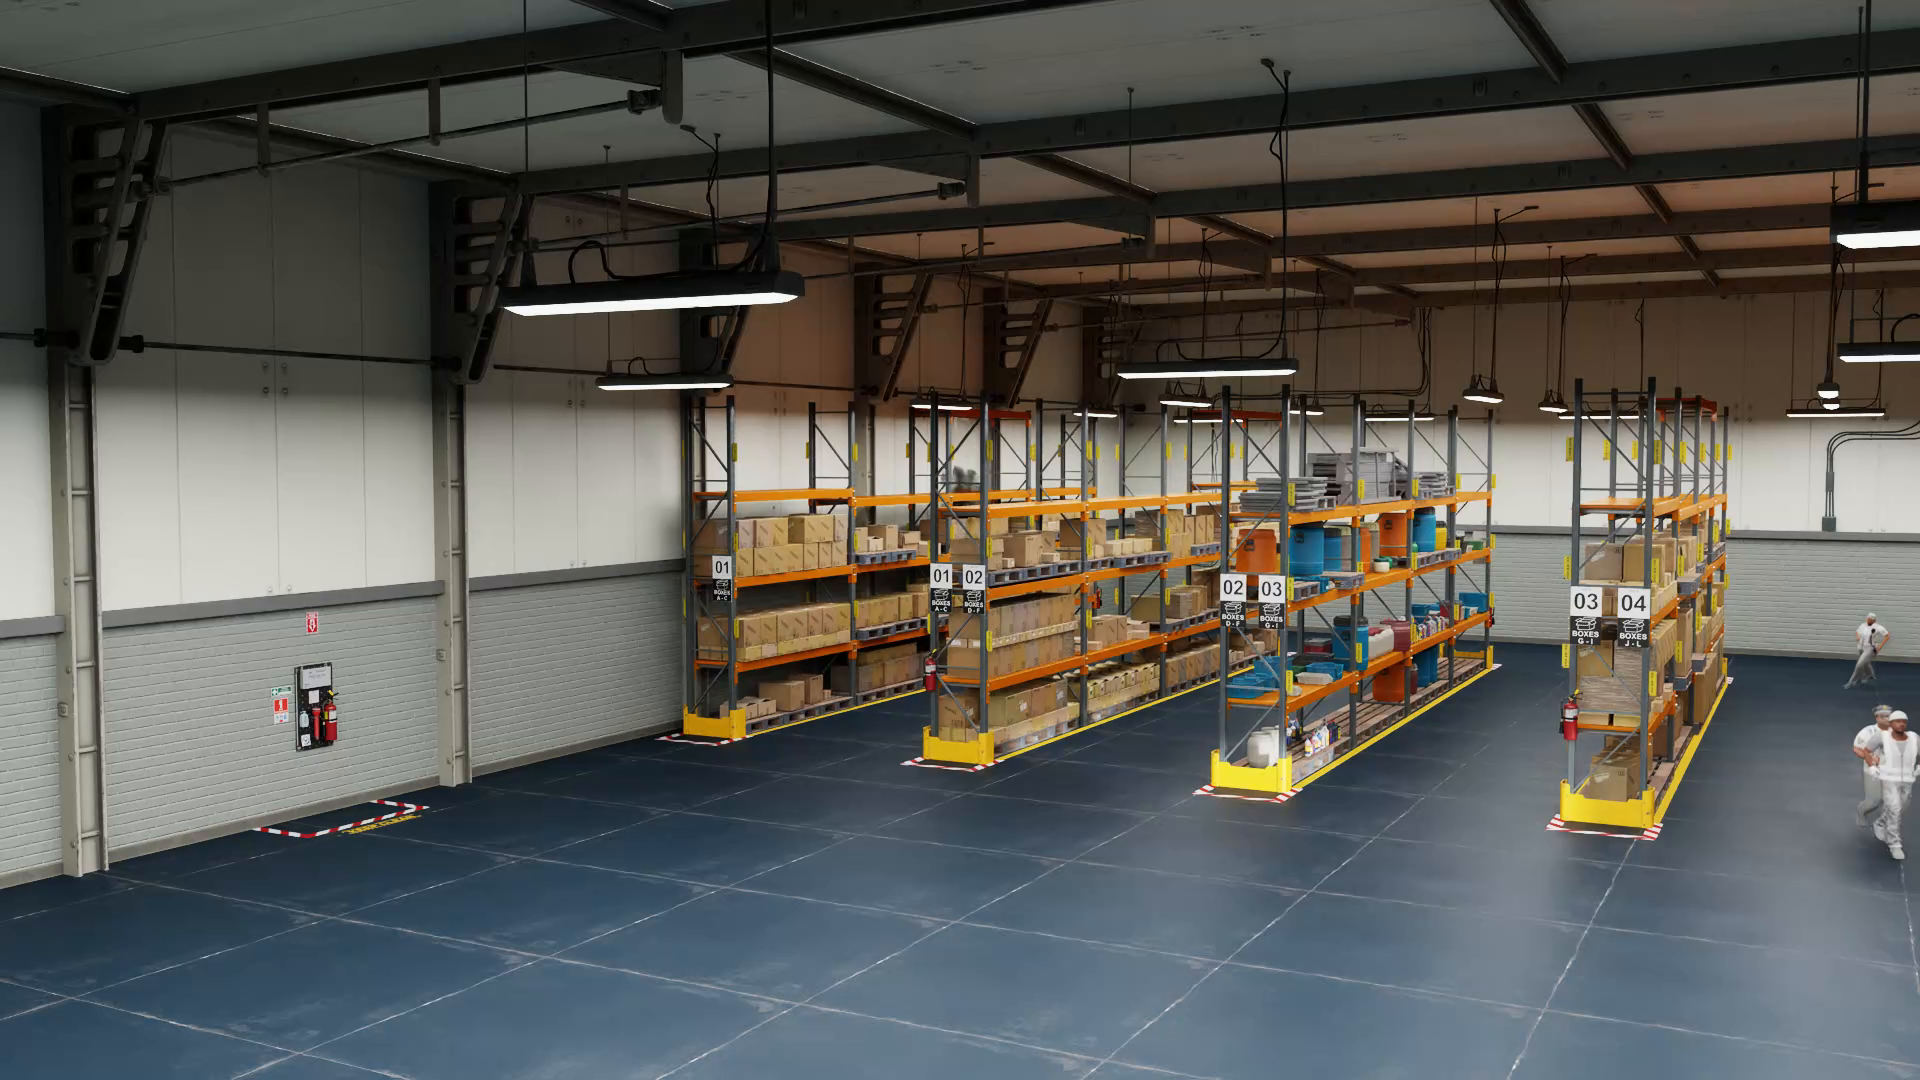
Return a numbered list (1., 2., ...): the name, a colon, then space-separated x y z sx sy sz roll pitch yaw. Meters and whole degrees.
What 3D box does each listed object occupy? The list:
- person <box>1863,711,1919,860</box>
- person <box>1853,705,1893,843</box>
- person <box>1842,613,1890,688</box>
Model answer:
1. person: 11.676 3.005 20.749 0.692 1.786 0.912 0 3 4
2. person: 11.913 2.991 21.525 0.668 1.749 0.741 0 3 8
3. person: 19.280 2.343 35.311 0.926 1.636 0.727 -1 3 -20
